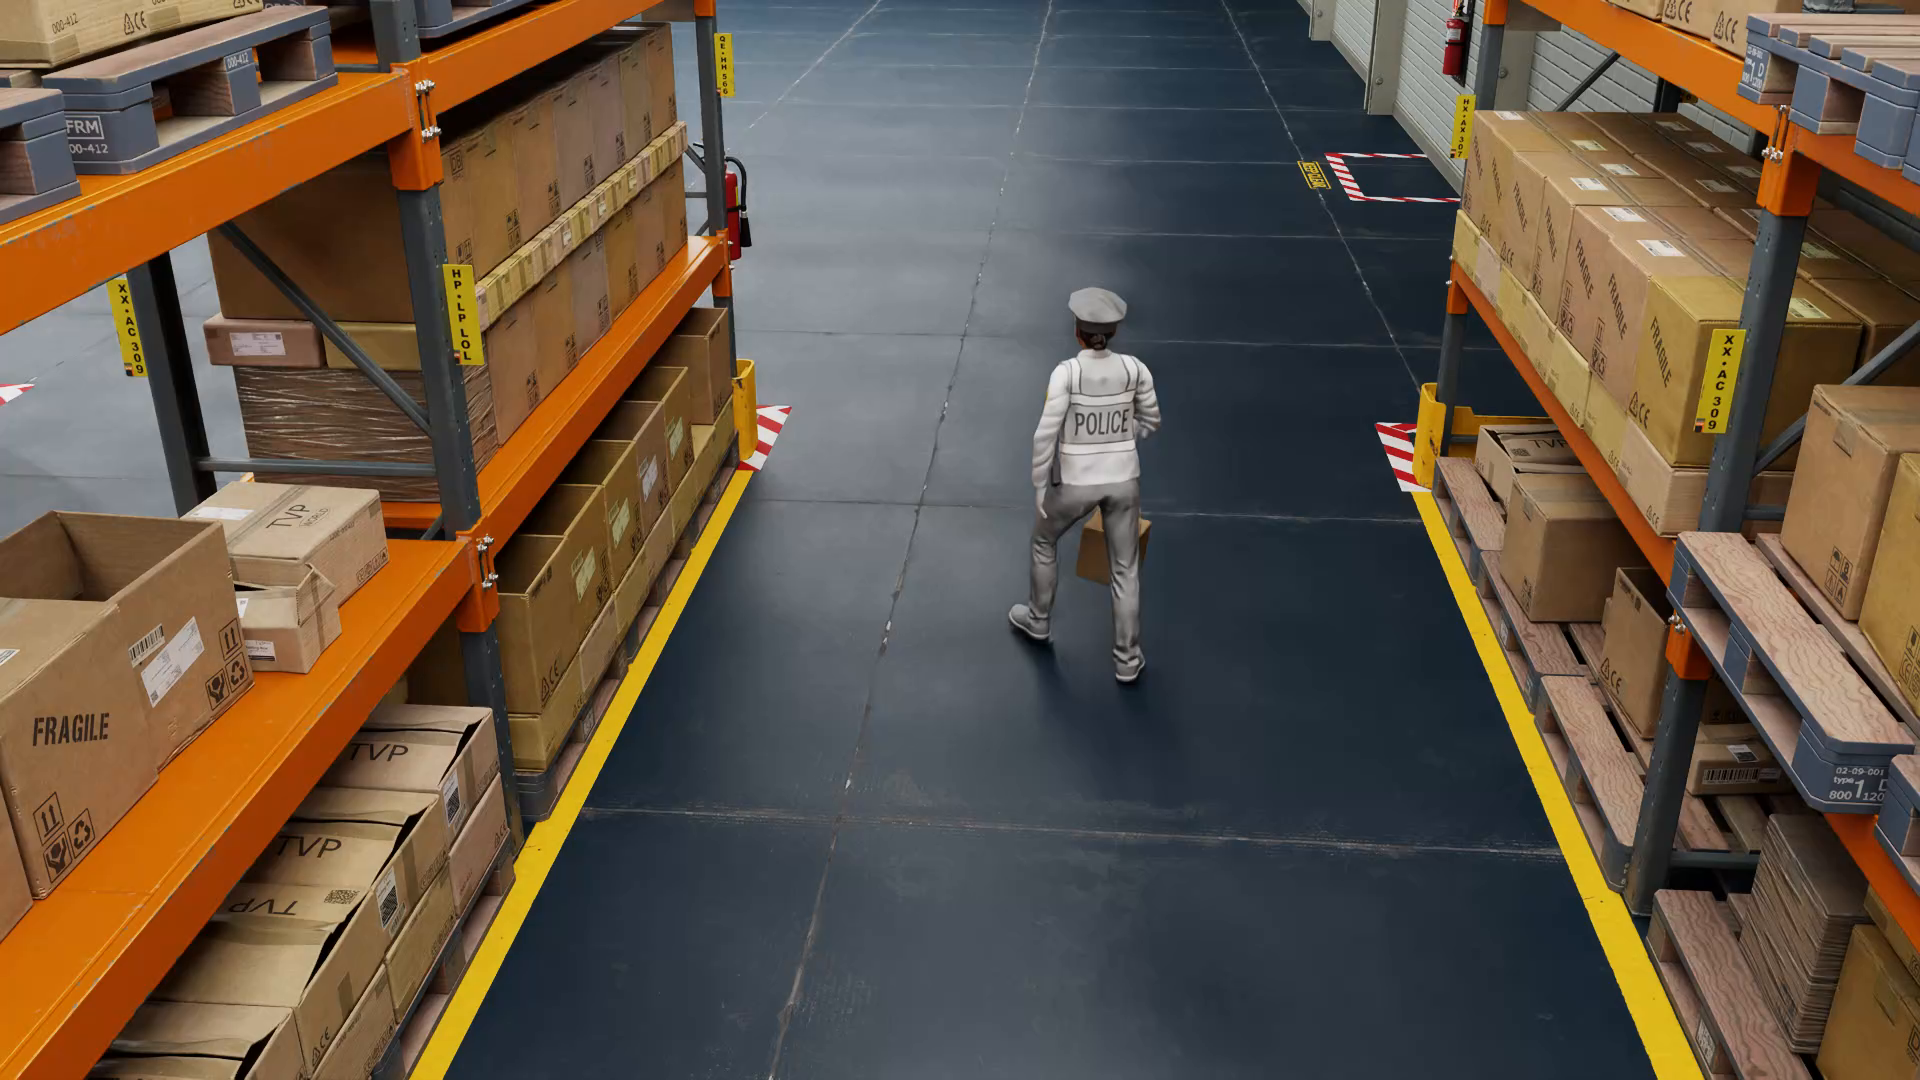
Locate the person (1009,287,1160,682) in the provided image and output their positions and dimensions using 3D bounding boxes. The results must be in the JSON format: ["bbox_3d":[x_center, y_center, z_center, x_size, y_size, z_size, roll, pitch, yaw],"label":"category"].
[{"bbox_3d":[0.573,-0.249,7.160,0.605,1.645,0.700,-4,25,-9],"label":"person"}]
